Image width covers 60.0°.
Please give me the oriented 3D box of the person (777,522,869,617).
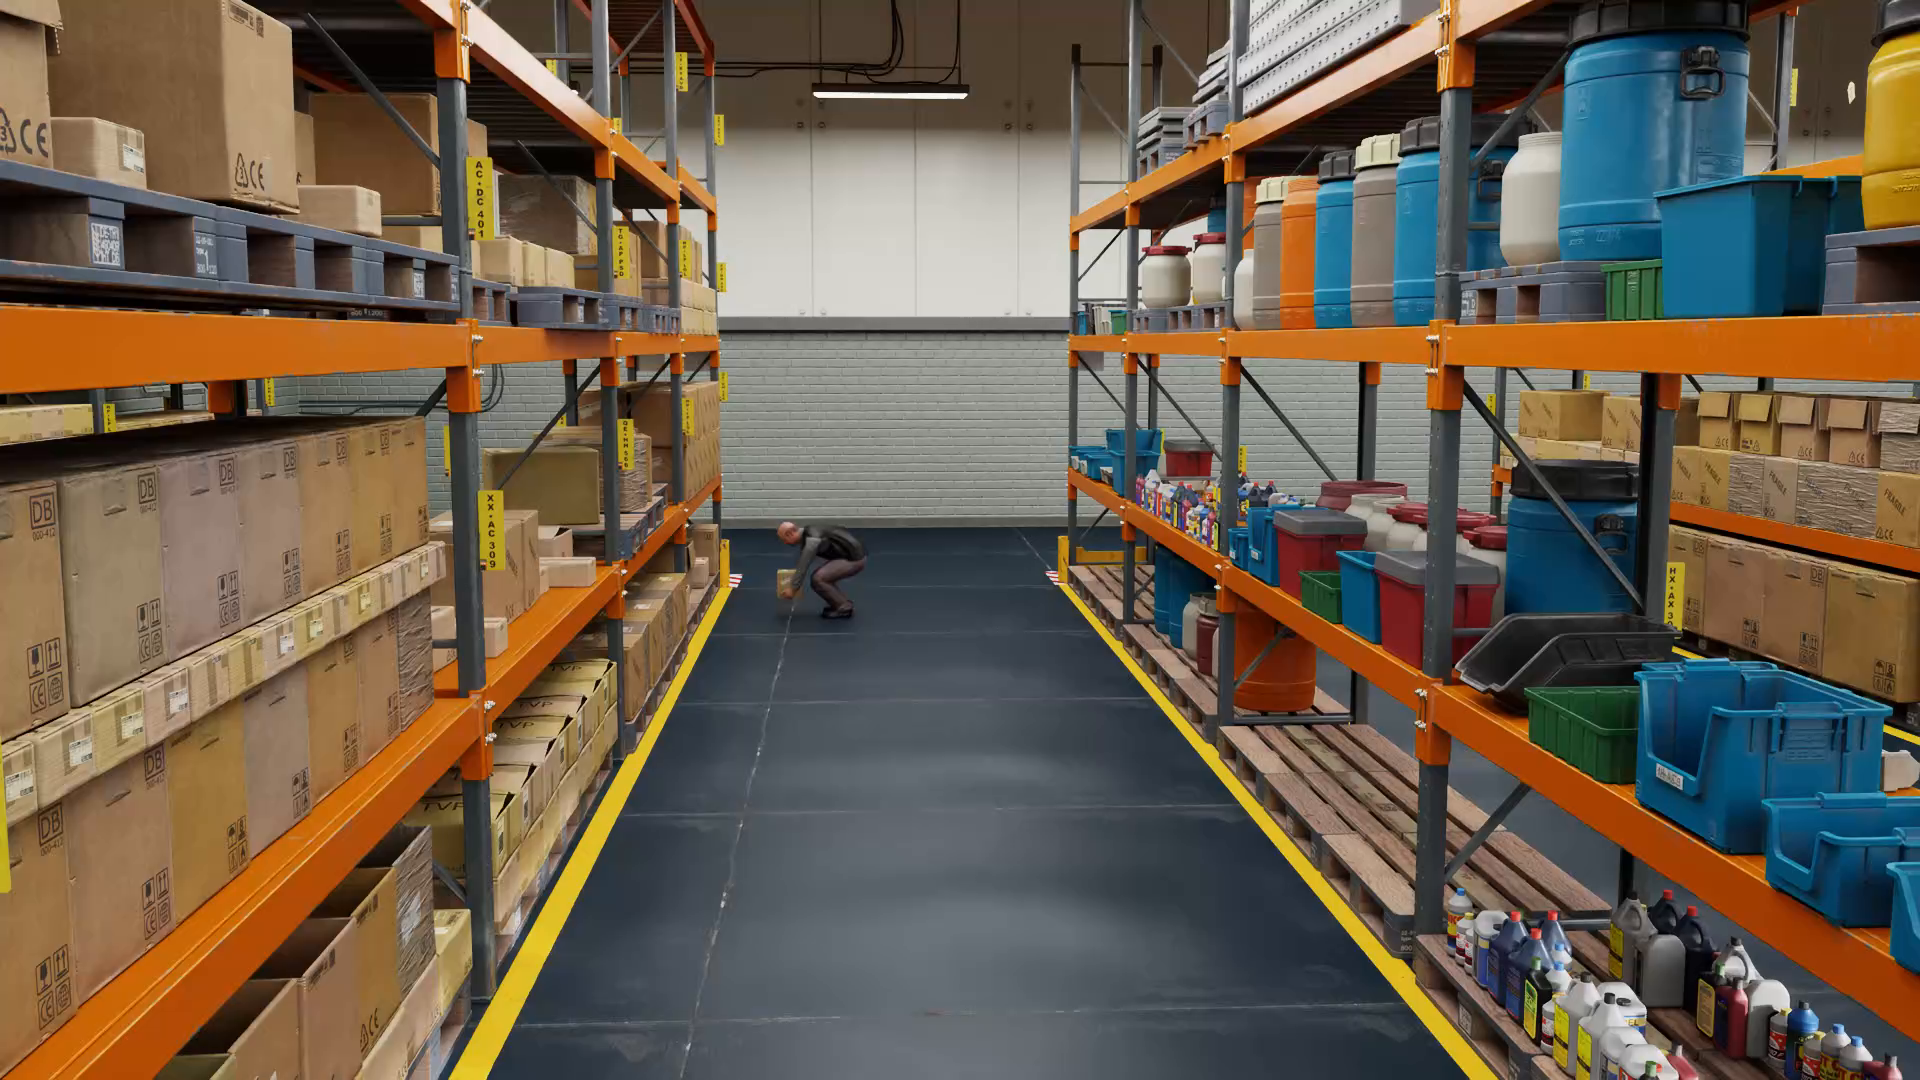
[{"bbox_3d":[-1.371,0.289,16.692,0.908,0.955,0.513,-1,7,-5],"label":"person"}]
